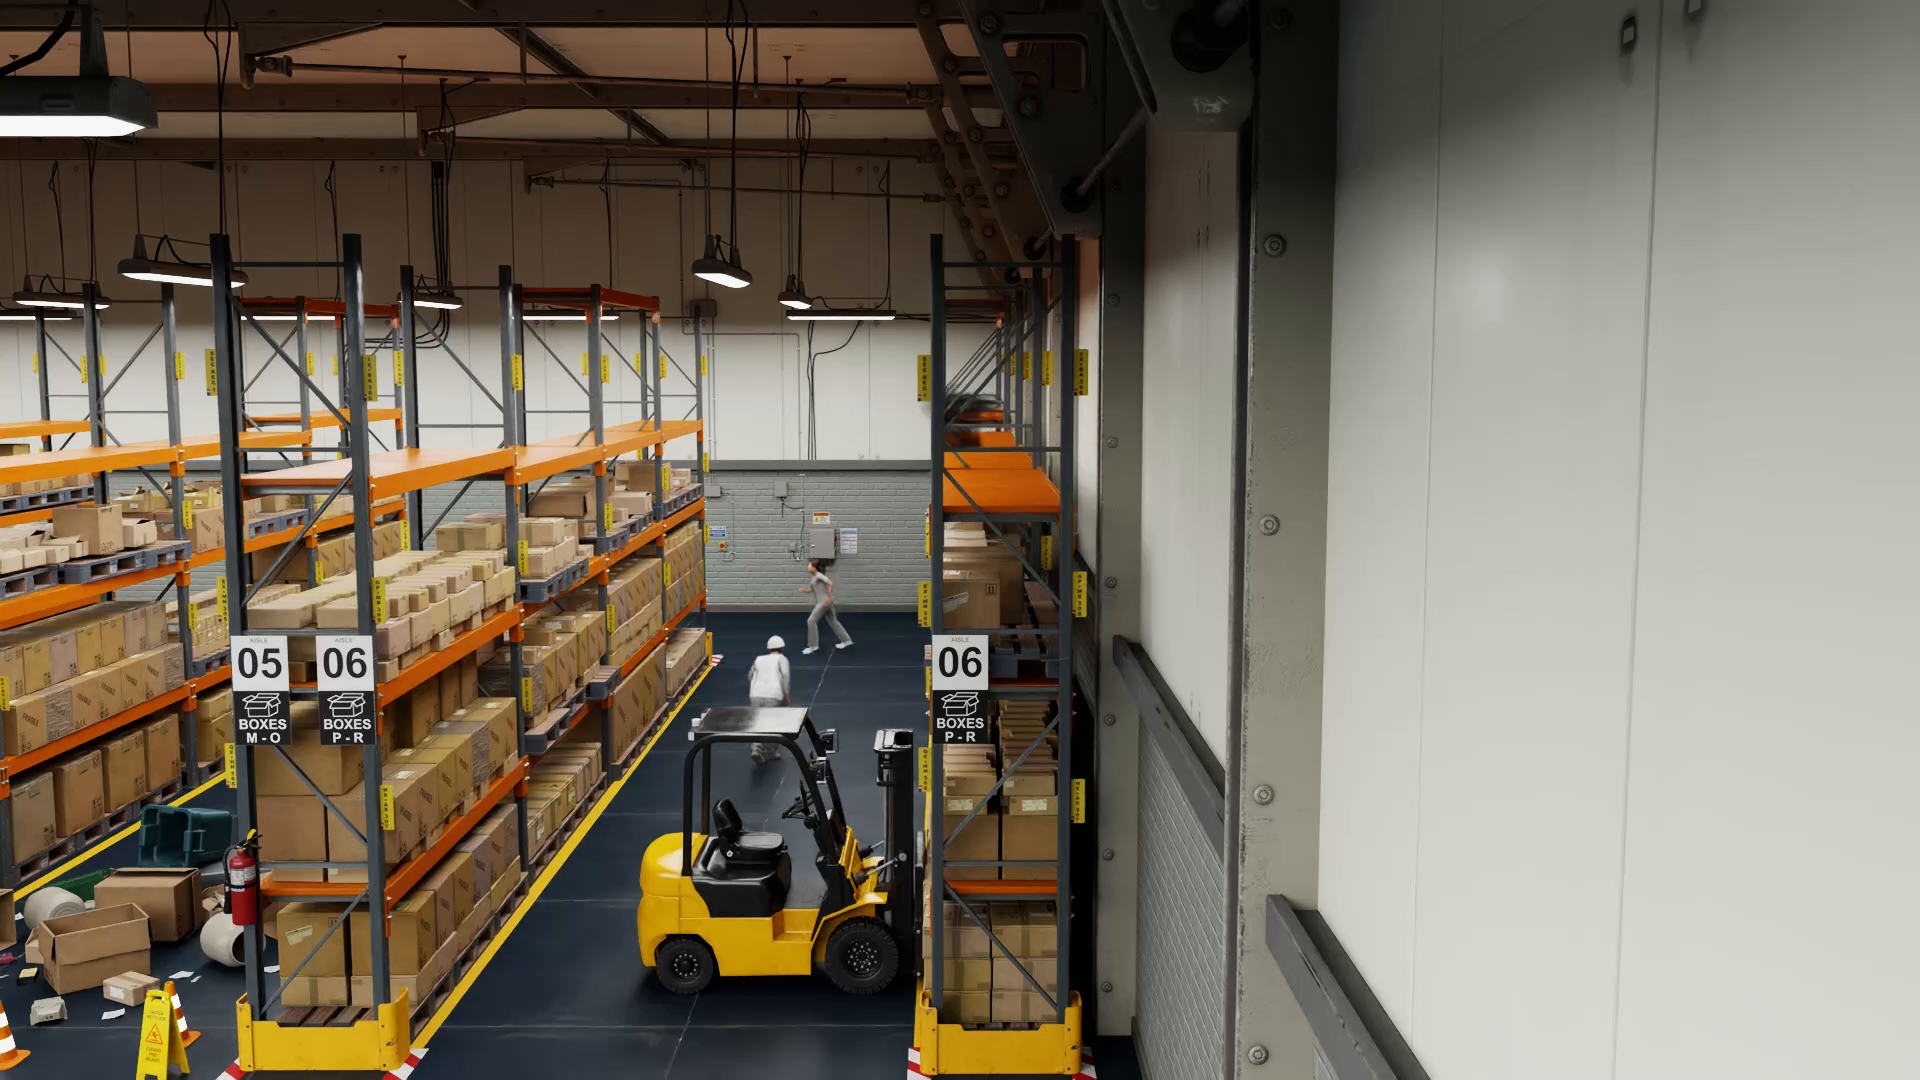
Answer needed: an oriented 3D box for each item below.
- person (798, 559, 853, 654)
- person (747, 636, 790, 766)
[{"bbox_3d":[-2.351,1.147,29.045,0.954,1.640,0.562,-1,6,-5],"label":"person"},{"bbox_3d":[-2.470,2.061,21.059,0.639,1.582,1.156,2,7,16],"label":"person"}]
